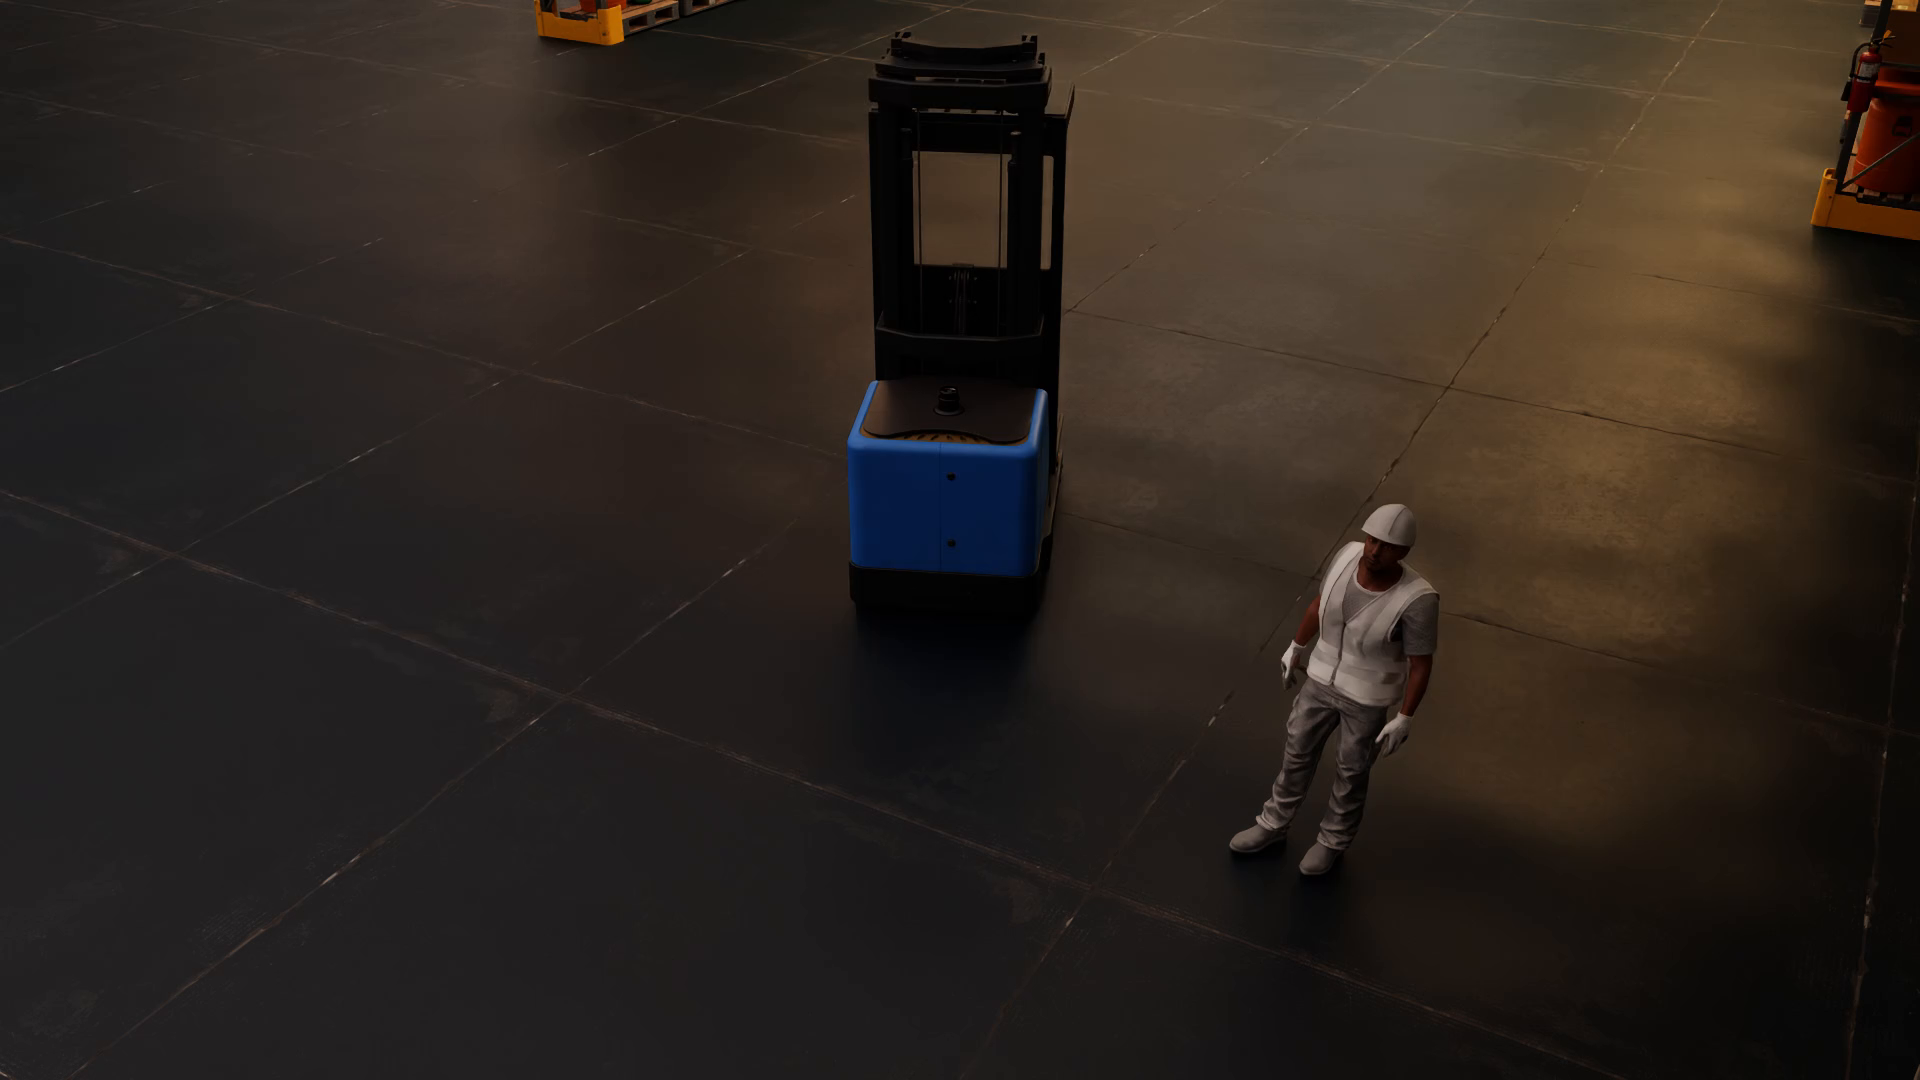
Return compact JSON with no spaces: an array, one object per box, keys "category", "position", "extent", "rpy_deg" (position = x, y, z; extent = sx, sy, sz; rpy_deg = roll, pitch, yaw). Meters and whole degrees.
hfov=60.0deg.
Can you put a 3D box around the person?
[{"category":"person","position":[1.616,0.657,7.067],"extent":[0.579,1.781,0.656],"rpy_deg":[-23,37,-34]}]

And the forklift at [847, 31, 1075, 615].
[{"category":"forklift","position":[0.072,-1.572,9.794],"extent":[1.130,2.935,3.031],"rpy_deg":[3,30,6]}]
